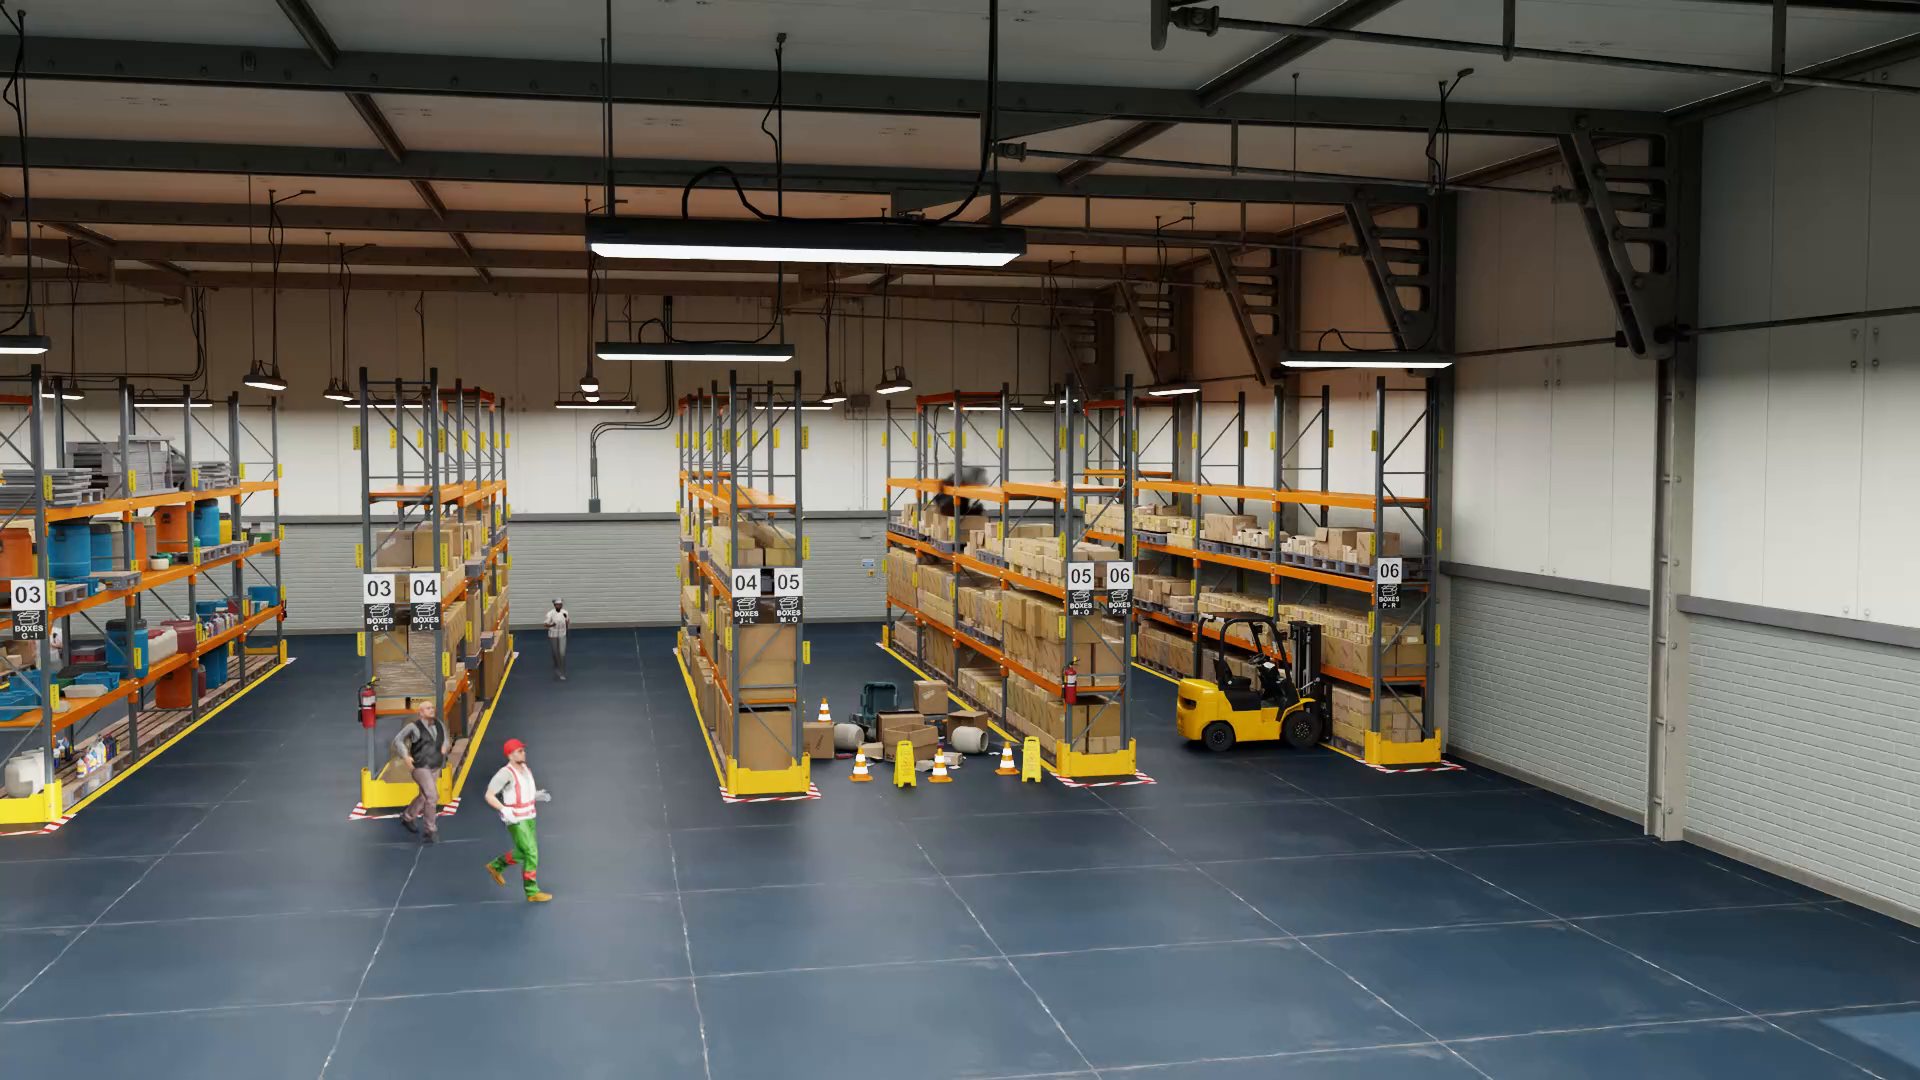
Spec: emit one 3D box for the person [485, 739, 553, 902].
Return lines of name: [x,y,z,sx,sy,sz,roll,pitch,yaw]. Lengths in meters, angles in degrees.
person: [-4.834,3.045,18.118,0.868,1.759,0.669,1,4,17]

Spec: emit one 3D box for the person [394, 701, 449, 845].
person: [-6.726,2.901,20.908,0.792,1.776,0.654,2,4,27]

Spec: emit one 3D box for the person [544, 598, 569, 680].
person: [-8.515,2.081,35.105,0.521,1.754,0.771,-1,4,-17]

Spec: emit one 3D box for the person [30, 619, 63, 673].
person: [-16.952,2.268,30.948,0.642,1.834,0.854,-1,4,-23]
